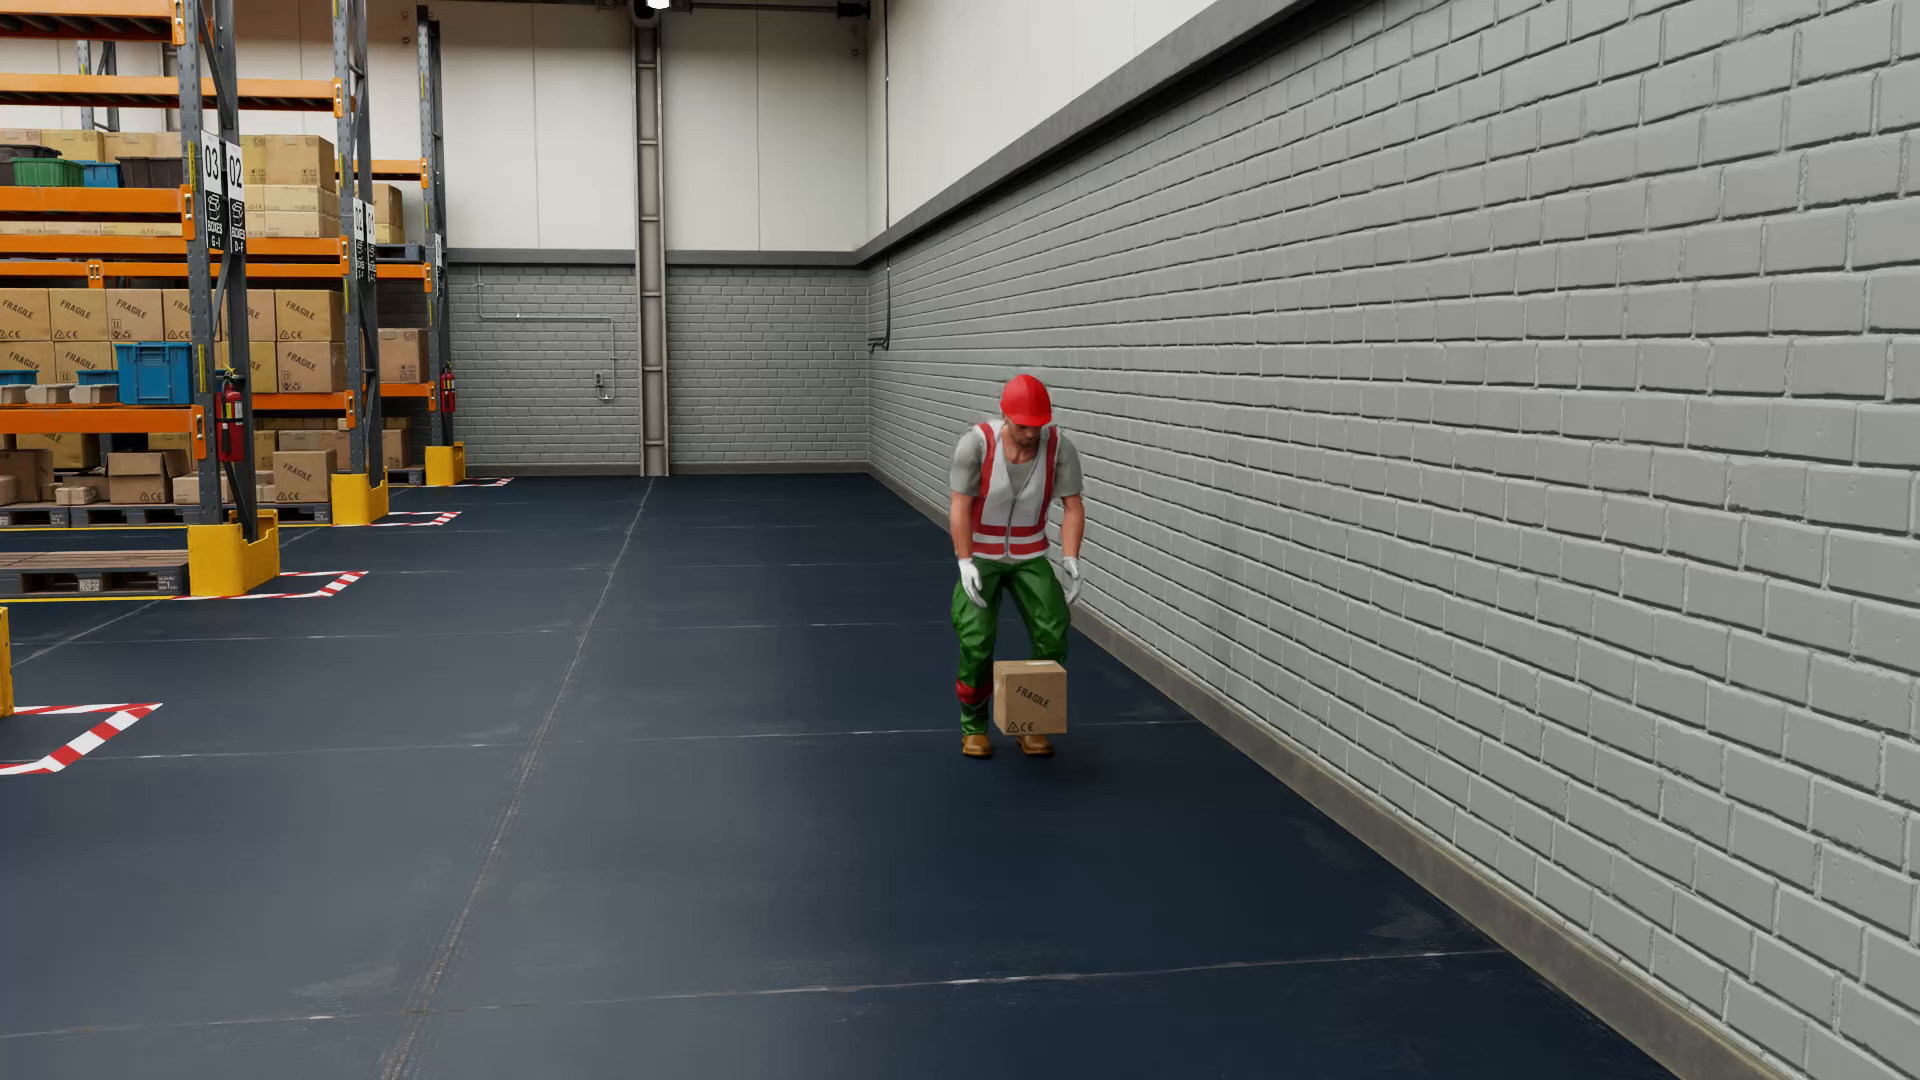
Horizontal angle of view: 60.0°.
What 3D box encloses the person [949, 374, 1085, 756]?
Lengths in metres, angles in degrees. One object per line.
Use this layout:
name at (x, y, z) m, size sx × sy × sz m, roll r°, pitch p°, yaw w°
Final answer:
person at (0.238, 0.107, 6.988) m, size 0.572 × 1.604 × 0.625 m, roll -1°, pitch 6°, yaw -8°
